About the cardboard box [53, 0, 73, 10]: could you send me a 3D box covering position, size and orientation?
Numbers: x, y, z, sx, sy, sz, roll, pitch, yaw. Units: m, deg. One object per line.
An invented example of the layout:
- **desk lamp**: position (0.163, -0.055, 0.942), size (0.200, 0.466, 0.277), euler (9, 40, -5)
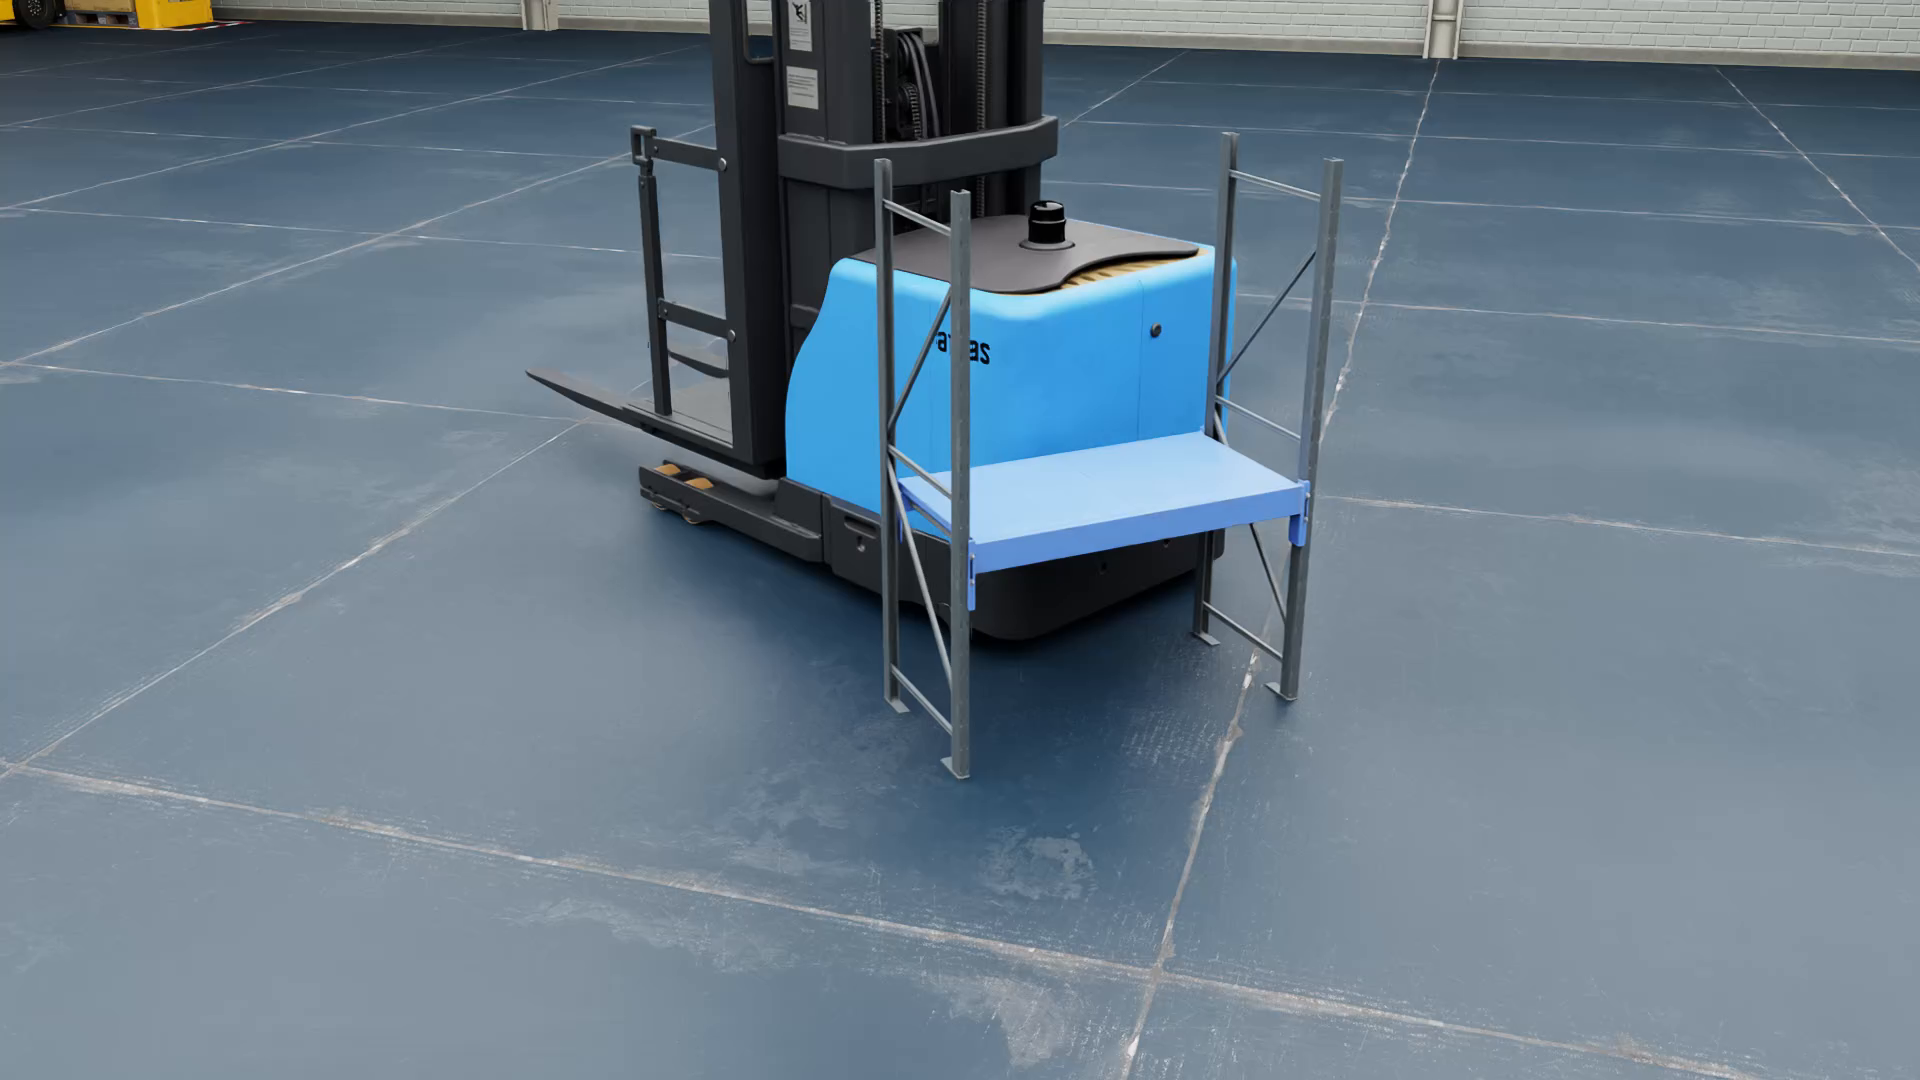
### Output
- **cardboard box**: position (-12.610, -7.668, 23.582), size (0.500, 0.250, 0.500), euler (7, 23, 16)

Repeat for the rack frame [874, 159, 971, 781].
- **rack frame**: position (-0.094, -0.164, 4.193), size (0.032, 1.500, 0.500), euler (-10, 24, -23)

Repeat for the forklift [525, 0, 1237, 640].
- **forklift**: position (-0.515, -1.530, 5.639), size (1.130, 2.935, 3.031), euler (-20, 30, -40)

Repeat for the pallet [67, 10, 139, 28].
- **pallet**: position (-11.864, -7.472, 23.707), size (1.213, 0.211, 1.003), euler (7, 23, 16)

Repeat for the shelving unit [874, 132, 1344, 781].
- **shelving unit**: position (0.367, -0.245, 4.391), size (1.048, 1.500, 0.538), euler (-10, 24, -23)

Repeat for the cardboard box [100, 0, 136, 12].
- **cardboard box**: position (-11.660, -7.552, 23.299), size (0.500, 0.250, 0.500), euler (7, 23, 16)

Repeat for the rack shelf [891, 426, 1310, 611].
- **rack shelf**: position (0.367, -0.079, 4.459), size (1.000, 0.185, 0.538), euler (-10, 24, -23)

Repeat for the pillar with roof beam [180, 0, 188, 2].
- **pillar with roof beam**: position (-12.769, -10.309, 19.043), size (0.400, 9.000, 9.100), euler (7, 23, 16)

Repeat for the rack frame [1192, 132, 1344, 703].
- **rack frame**: position (0.828, -0.326, 4.589), size (0.032, 1.500, 0.500), euler (-10, 24, -23)

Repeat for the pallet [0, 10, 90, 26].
- **pallet**: position (-13.028, -7.606, 24.035), size (1.213, 0.211, 1.003), euler (7, 23, 15)

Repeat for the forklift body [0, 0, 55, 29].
- **forklift body**: position (-13.462, -7.846, 22.063), size (1.214, 2.155, 2.313), euler (7, 23, 16)
